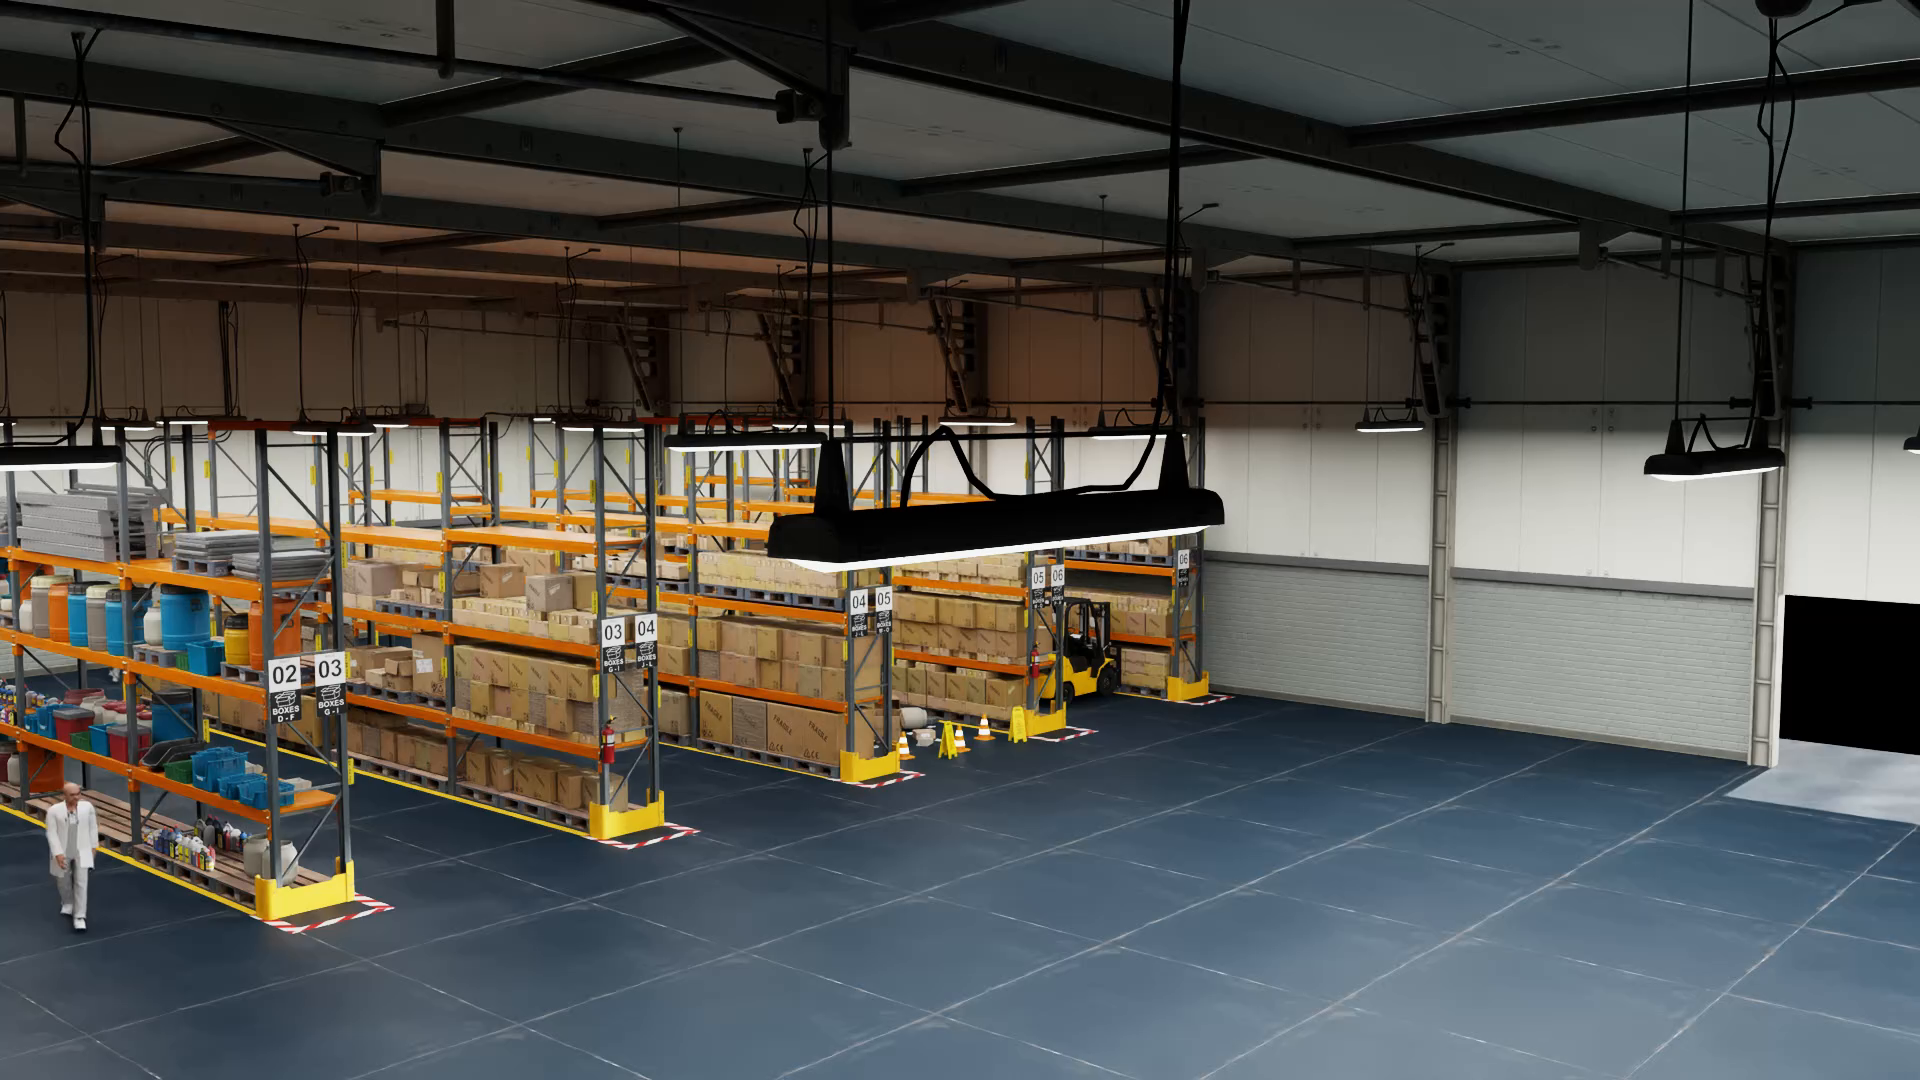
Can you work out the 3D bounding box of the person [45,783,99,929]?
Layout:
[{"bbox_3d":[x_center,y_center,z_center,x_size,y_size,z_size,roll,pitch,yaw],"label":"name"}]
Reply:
[{"bbox_3d":[-10.767,3.792,20.185,0.568,1.705,1.164,-3,5,-29],"label":"person"}]

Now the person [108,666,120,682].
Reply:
[{"bbox_3d":[-19.222,2.330,37.684,0.503,1.723,1.090,-1,5,-17],"label":"person"}]
